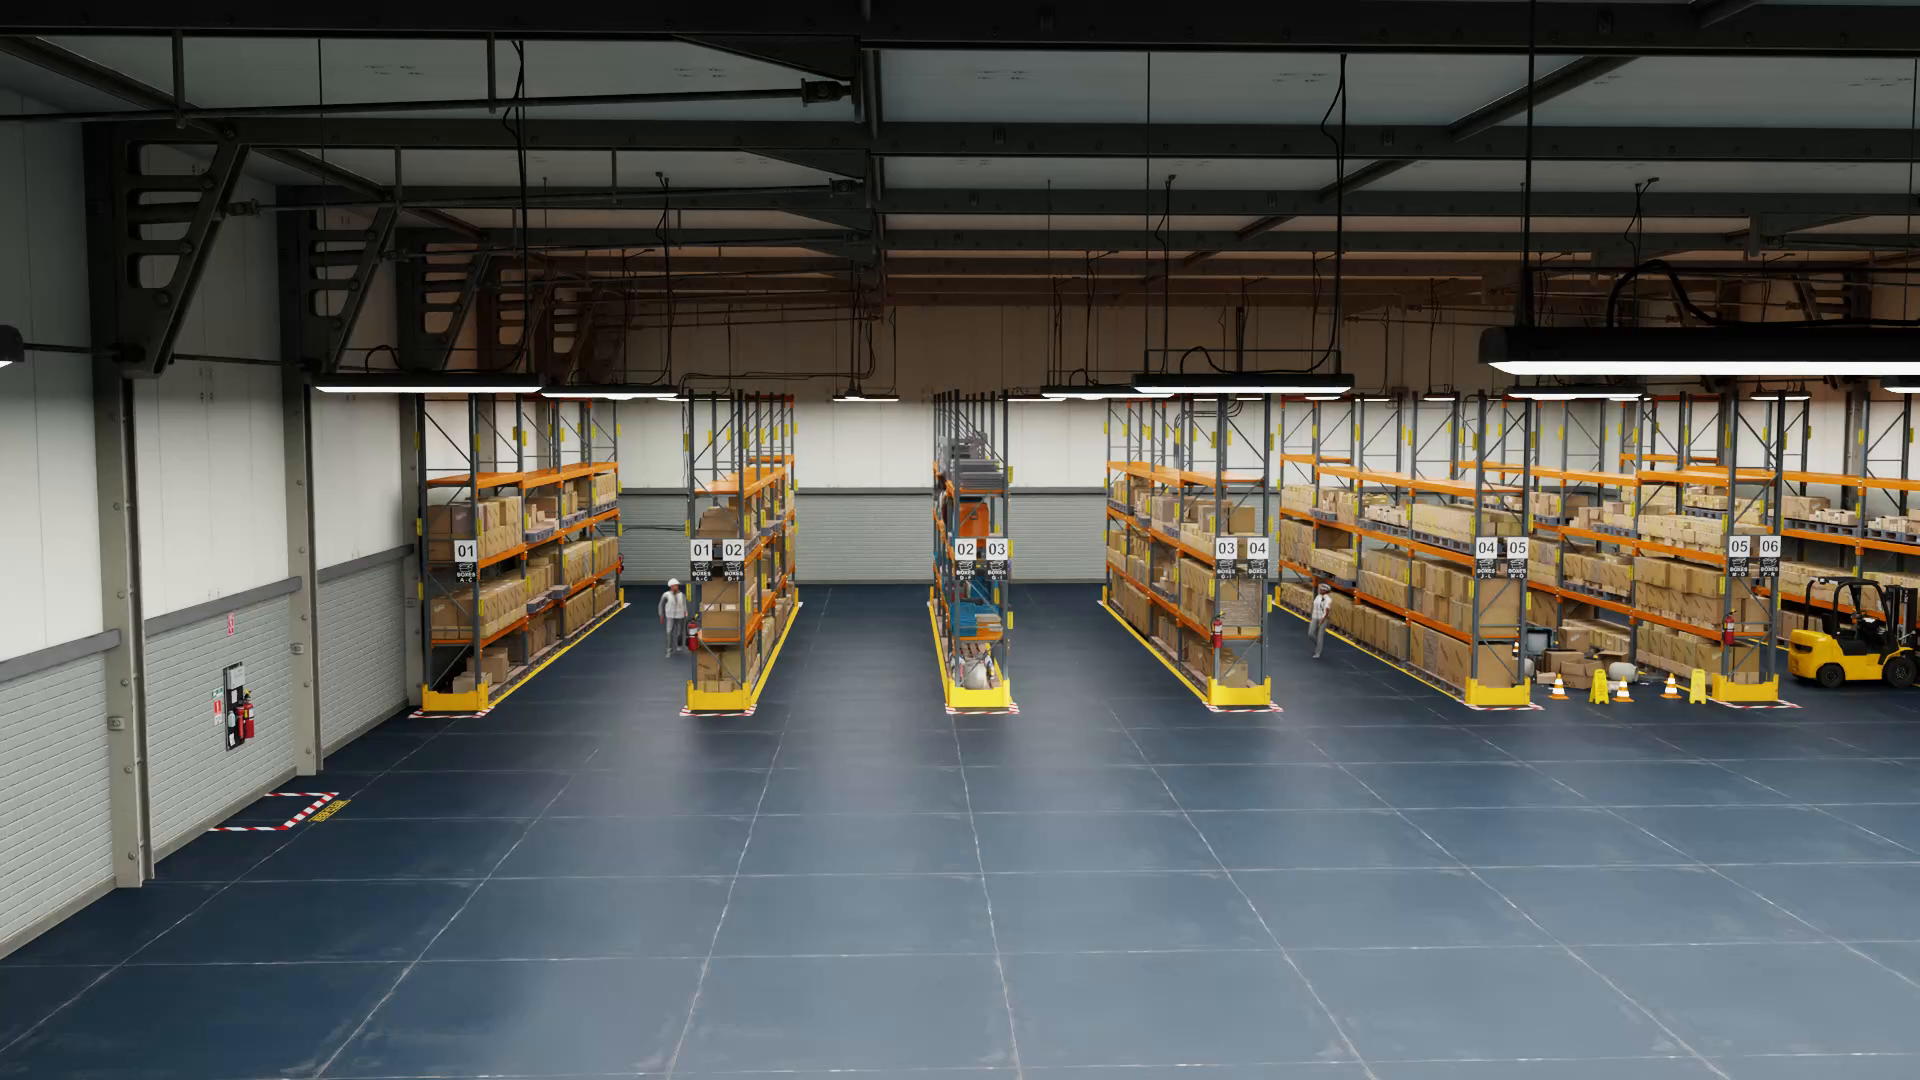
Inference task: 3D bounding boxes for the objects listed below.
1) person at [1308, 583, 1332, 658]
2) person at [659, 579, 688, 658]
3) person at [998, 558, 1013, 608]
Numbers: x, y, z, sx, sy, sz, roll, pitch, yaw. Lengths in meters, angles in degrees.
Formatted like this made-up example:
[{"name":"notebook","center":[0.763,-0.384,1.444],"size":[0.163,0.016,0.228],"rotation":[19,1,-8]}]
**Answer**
[{"name":"person","center":[8.133,1.812,37.681],"size":[0.511,1.668,0.574],"rotation":[4,6,39]},{"name":"person","center":[-6.537,1.776,38.007],"size":[0.678,1.777,0.940],"rotation":[0,5,-1]},{"name":"person","center":[1.263,1.077,46.814],"size":[0.519,1.655,0.382],"rotation":[-4,6,-42]}]
